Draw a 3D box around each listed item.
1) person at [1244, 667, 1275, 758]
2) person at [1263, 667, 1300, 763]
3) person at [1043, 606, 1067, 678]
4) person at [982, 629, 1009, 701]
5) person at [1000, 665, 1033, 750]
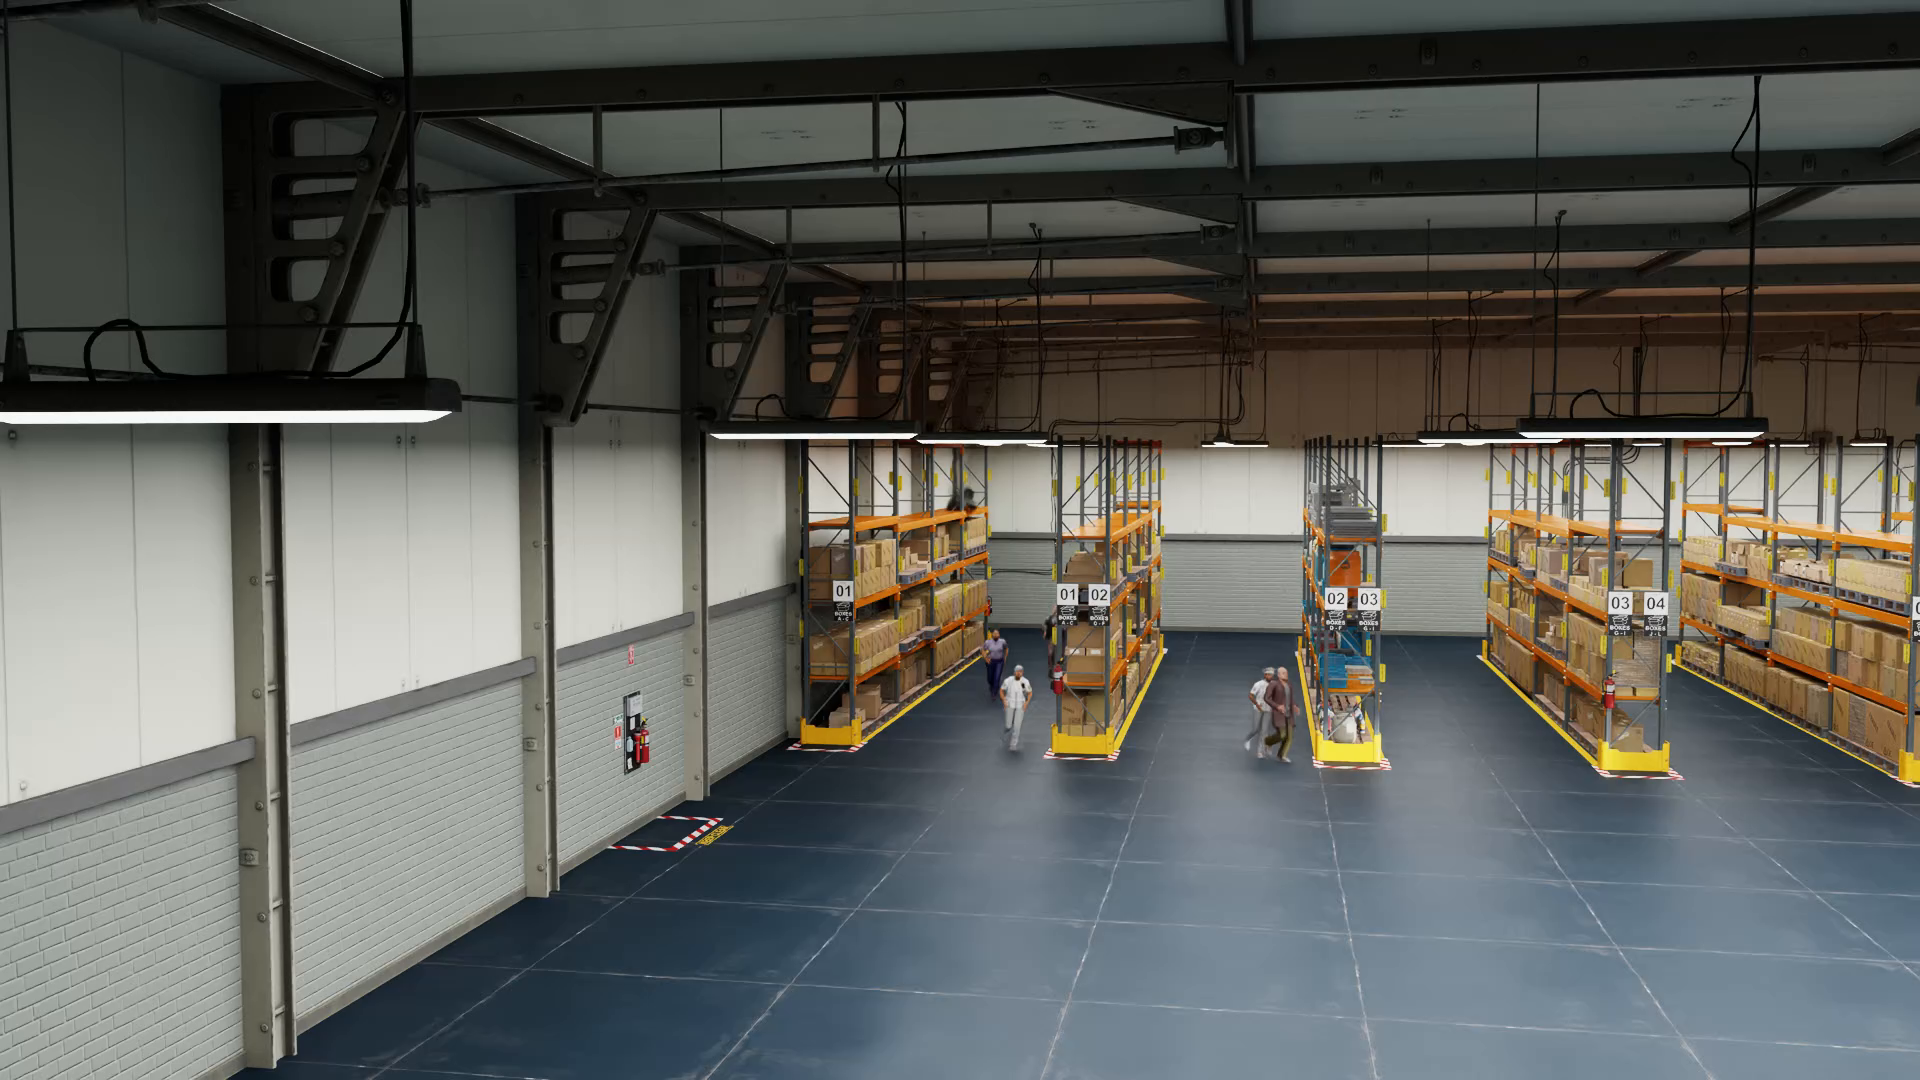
[{"bbox_3d":[5.728,3.207,31.246,0.664,1.668,0.755,0,3,-5],"label":"person"},{"bbox_3d":[5.900,3.201,30.520,0.691,1.731,0.611,-2,4,-29],"label":"person"},{"bbox_3d":[2.351,2.488,40.974,0.650,1.723,0.940,1,3,11],"label":"person"},{"bbox_3d":[0.819,2.859,38.334,0.630,1.631,0.739,0,3,1],"label":"person"},{"bbox_3d":[1.083,3.218,31.969,0.629,1.652,0.571,0,3,-5],"label":"person"}]
